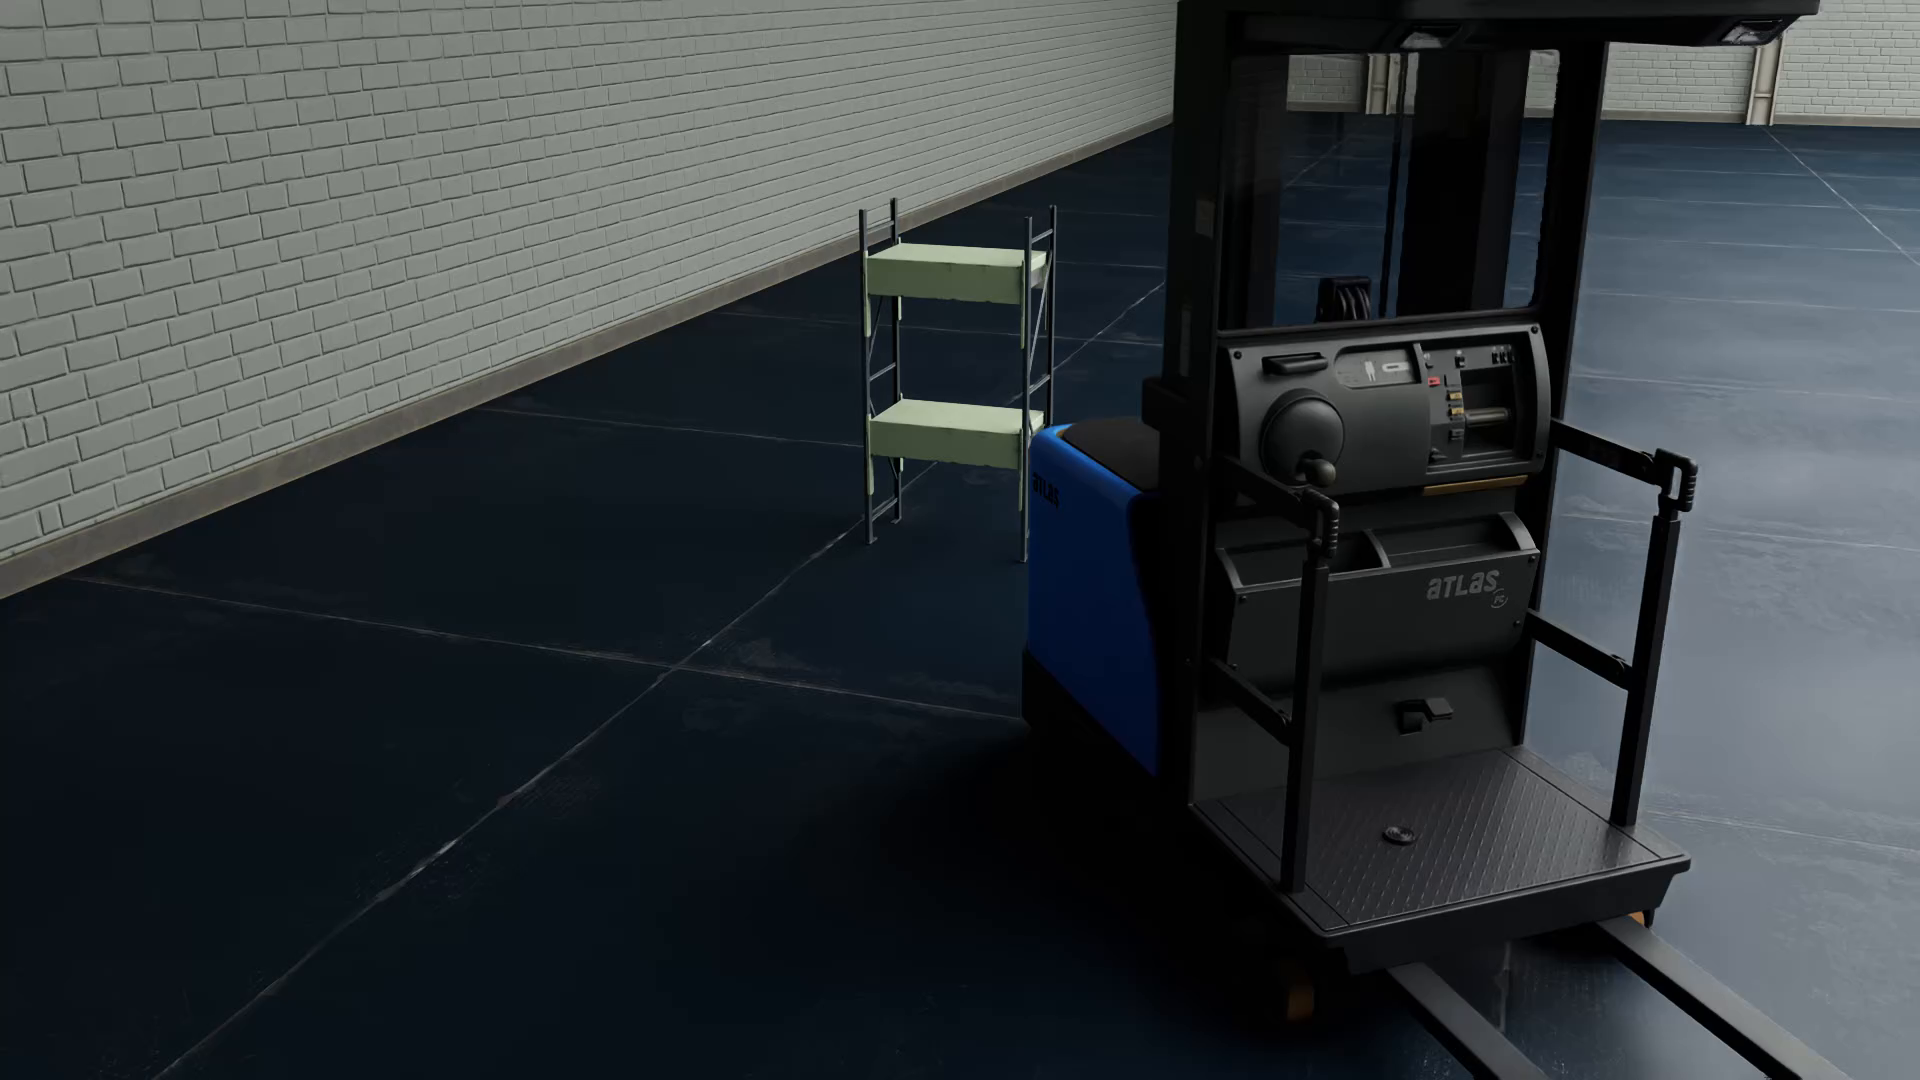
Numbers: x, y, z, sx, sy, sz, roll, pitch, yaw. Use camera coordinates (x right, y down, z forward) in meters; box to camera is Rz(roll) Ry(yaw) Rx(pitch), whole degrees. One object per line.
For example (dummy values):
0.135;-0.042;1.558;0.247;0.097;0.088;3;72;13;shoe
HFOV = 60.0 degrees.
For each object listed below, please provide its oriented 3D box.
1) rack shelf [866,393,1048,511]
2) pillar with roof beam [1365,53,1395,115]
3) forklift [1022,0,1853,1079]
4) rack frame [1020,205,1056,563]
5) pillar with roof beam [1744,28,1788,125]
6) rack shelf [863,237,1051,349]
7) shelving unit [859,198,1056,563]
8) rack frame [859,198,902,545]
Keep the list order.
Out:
-0.006;-0.401;7.439;0.720;0.370;0.431;7;20;18;rack shelf
5.791;-10.265;23.353;0.400;9.000;9.100;7;20;18;pillar with roof beam
1.184;-0.333;4.079;1.130;2.935;3.031;-7;20;-19;forklift
0.339;-0.669;7.218;0.023;1.500;0.400;7;20;18;rack frame
11.459;-9.617;21.493;0.400;9.000;9.100;7;20;18;pillar with roof beam
-0.006;-1.077;7.203;0.720;0.370;0.431;7;20;18;rack shelf
-0.006;-0.709;7.331;0.755;1.500;0.431;7;20;18;shelving unit
-0.352;-0.748;7.445;0.023;1.500;0.400;7;20;18;rack frame
